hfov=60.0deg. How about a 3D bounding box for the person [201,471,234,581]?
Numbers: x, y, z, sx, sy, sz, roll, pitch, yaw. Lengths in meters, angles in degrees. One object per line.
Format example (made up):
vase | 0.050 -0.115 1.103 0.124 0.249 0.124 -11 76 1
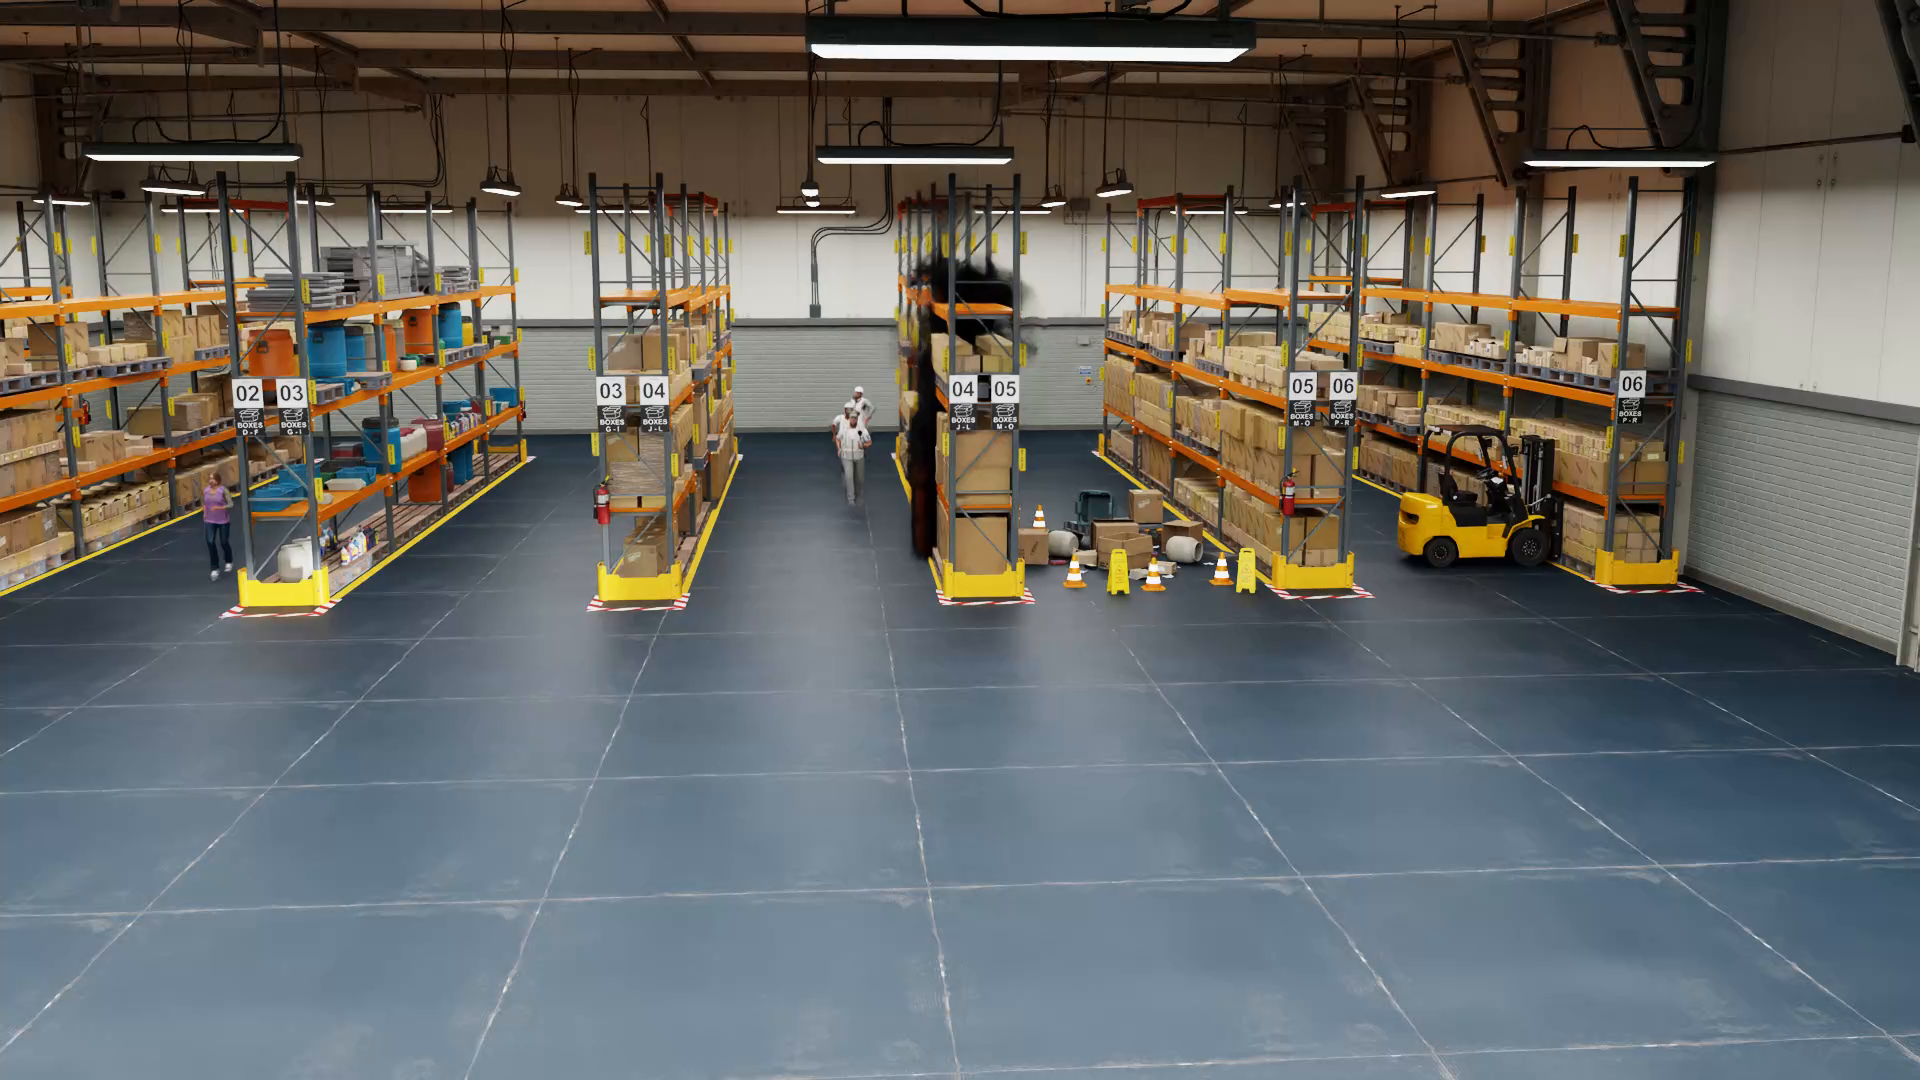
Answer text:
person | -11.345 -0.215 25.417 0.521 1.584 0.675 -2 10 -9

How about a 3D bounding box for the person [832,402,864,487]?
person | -2.351 -2.015 35.073 0.671 1.787 0.809 -1 10 -7

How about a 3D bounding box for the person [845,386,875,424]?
person | -2.499 -2.887 40.218 0.795 1.676 0.625 8 13 39

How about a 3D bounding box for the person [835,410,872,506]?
person | -1.965 -1.499 30.679 0.676 1.800 0.840 0 10 -3
